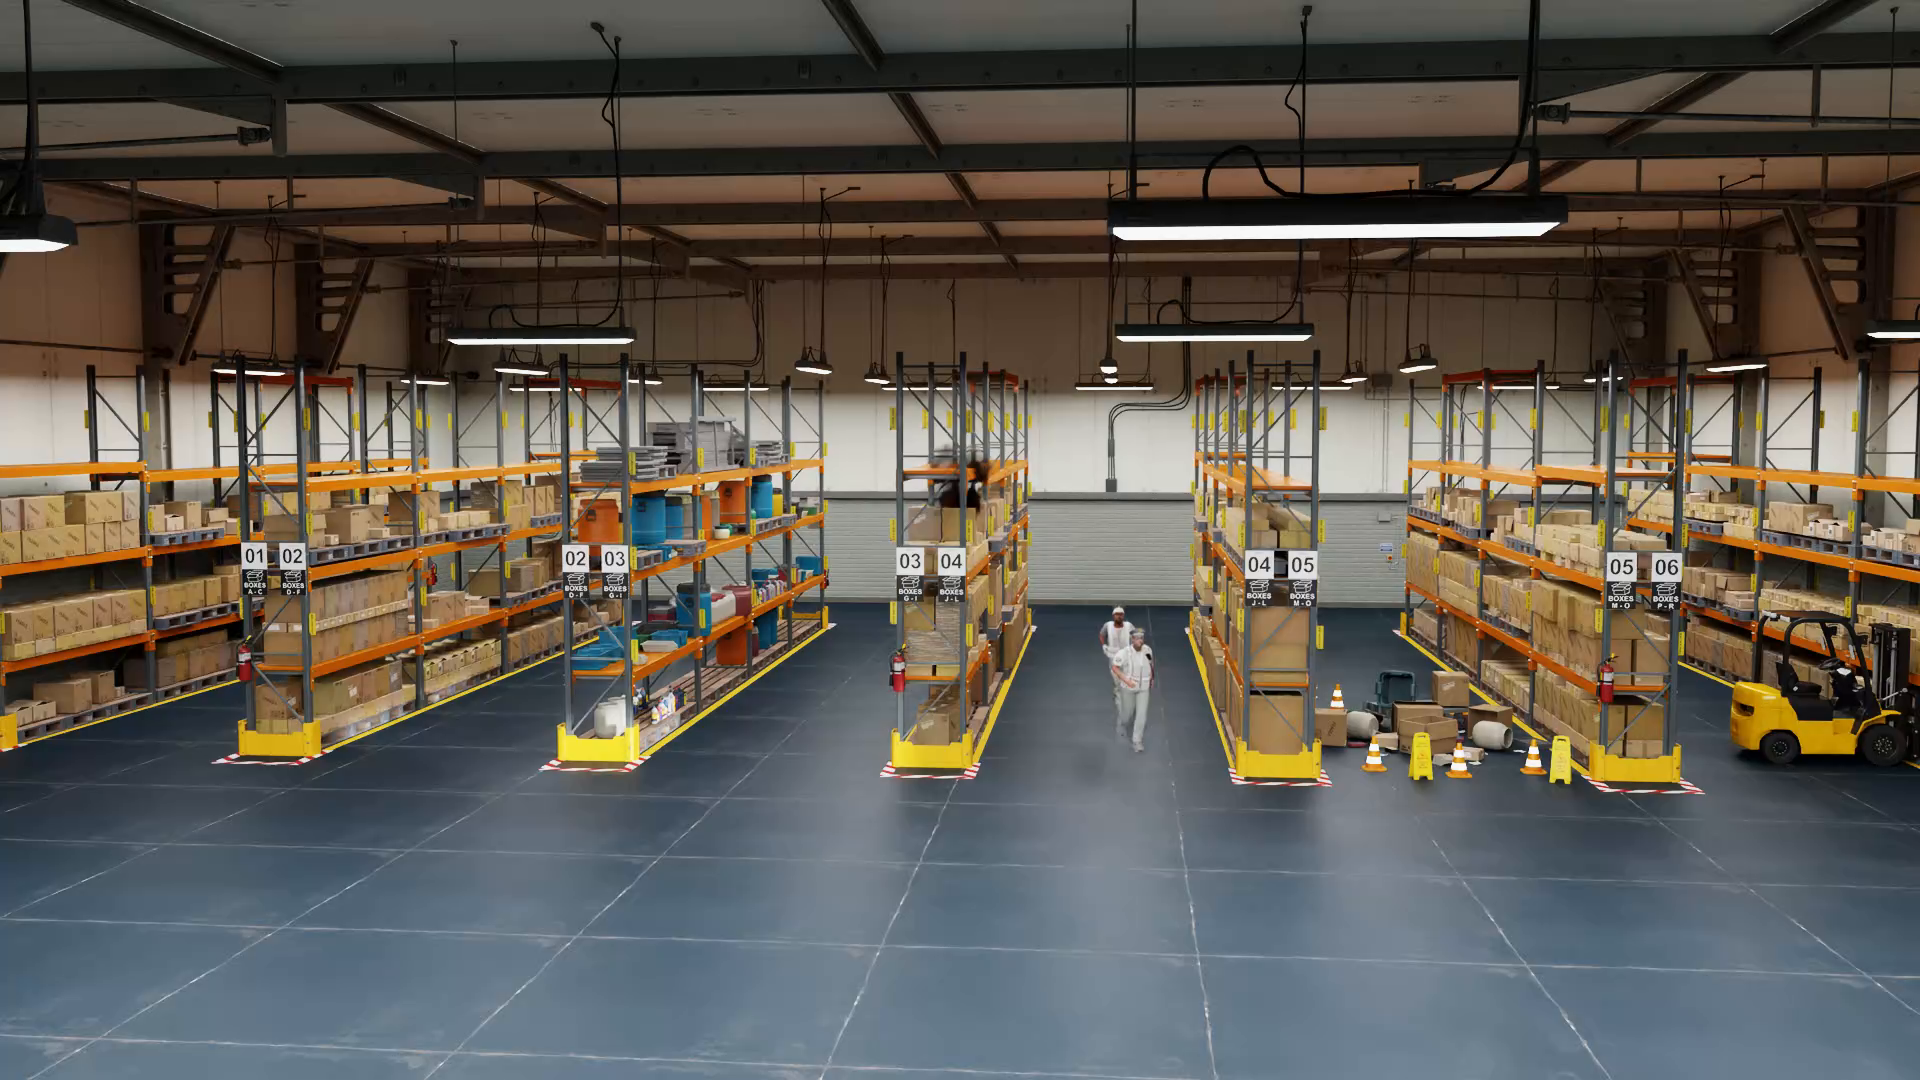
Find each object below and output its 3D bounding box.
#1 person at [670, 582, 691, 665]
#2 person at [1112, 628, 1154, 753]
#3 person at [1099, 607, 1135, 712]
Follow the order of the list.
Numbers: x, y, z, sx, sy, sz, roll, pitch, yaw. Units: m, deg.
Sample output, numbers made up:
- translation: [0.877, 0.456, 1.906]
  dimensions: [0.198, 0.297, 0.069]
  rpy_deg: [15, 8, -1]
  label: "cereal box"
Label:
- translation: [-5.784, 1.724, 34.611]
  dimensions: [0.588, 1.731, 0.774]
  rpy_deg: [0, 4, 3]
  label: "person"
- translation: [2.533, 2.146, 24.215]
  dimensions: [0.686, 1.776, 0.923]
  rpy_deg: [-1, 4, -16]
  label: "person"
- translation: [2.796, 2.063, 29.228]
  dimensions: [0.636, 1.773, 1.127]
  rpy_deg: [0, 4, -7]
  label: "person"
